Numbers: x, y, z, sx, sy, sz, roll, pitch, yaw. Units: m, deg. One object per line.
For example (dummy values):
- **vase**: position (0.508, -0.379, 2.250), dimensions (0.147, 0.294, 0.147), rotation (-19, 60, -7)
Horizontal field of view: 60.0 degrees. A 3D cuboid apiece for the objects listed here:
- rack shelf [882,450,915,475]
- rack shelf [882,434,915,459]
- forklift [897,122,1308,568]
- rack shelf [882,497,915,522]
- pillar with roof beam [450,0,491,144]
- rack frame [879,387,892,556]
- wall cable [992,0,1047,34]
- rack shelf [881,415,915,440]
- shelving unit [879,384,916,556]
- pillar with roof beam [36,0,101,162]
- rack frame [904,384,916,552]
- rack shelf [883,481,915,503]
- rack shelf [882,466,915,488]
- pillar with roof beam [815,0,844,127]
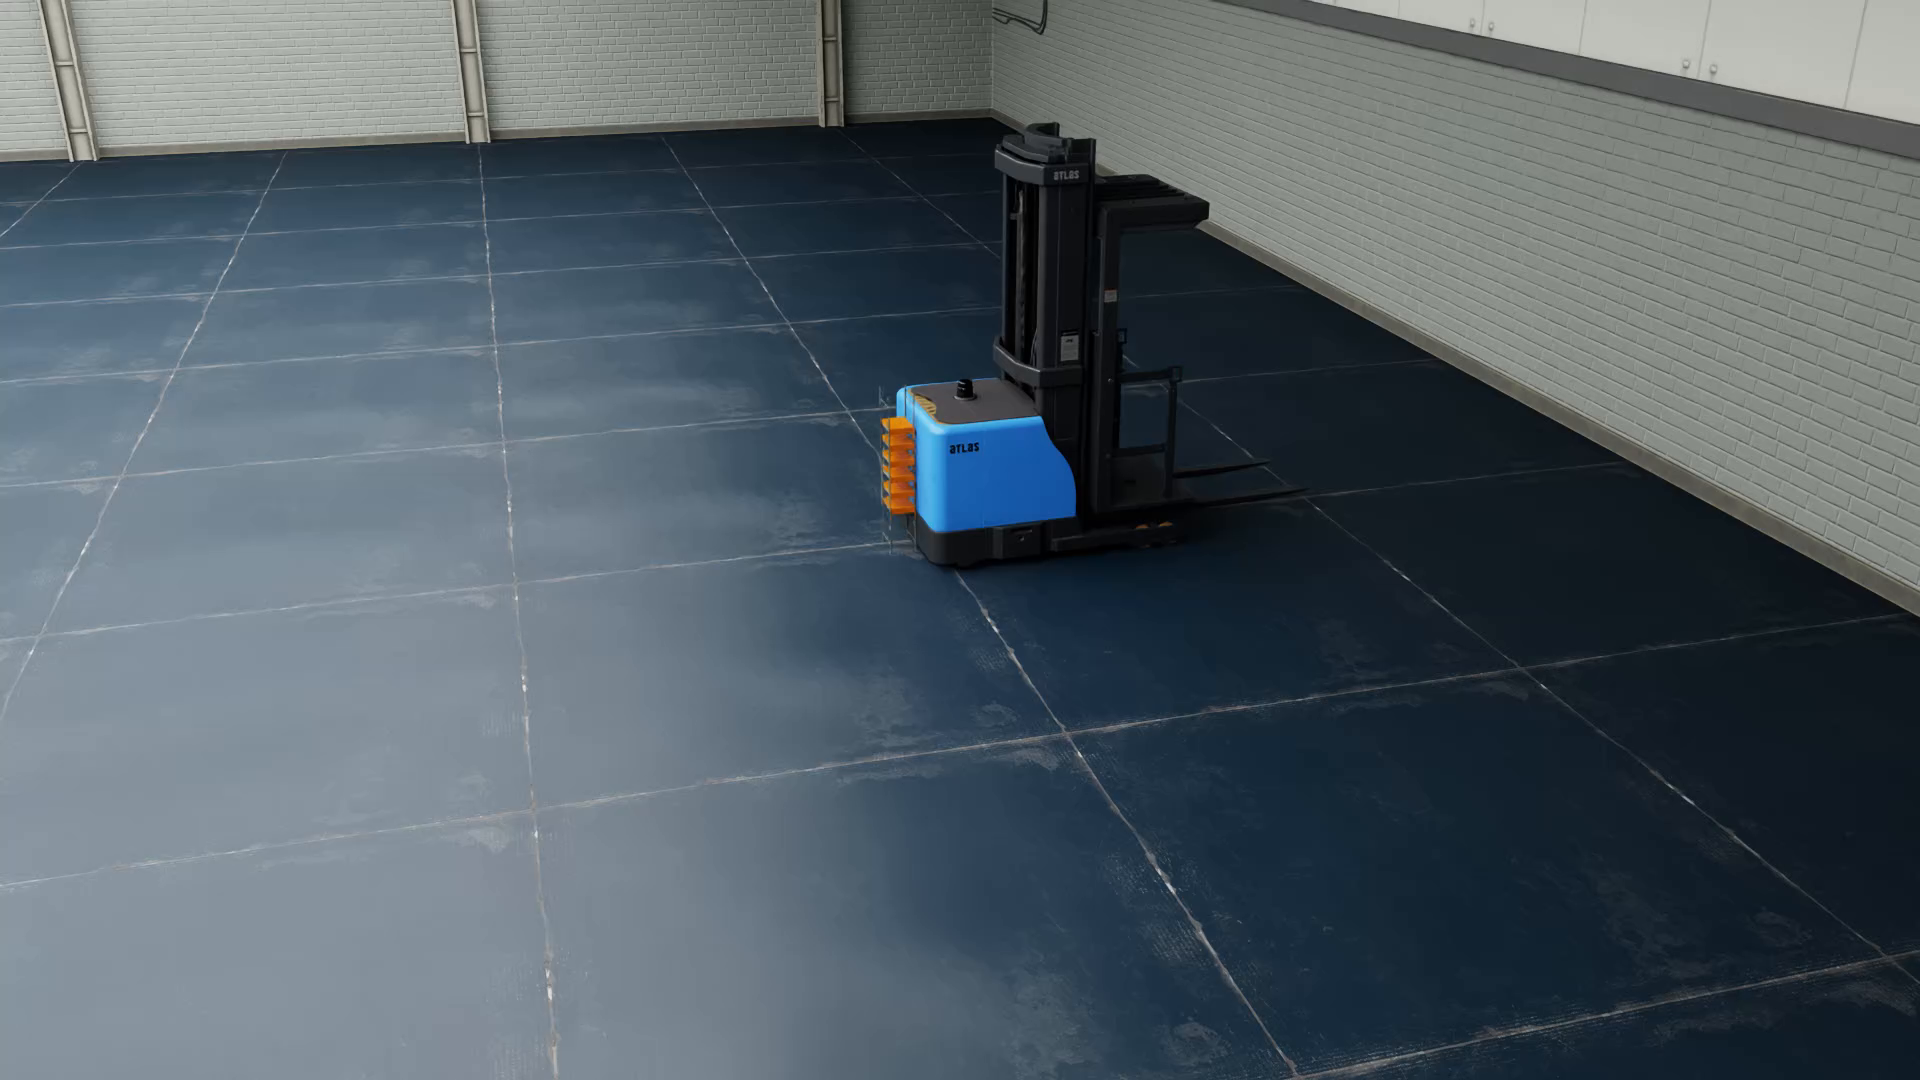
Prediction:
- **rack shelf**: position (-0.443, -0.565, 11.853), dimensions (0.180, 0.103, 0.258), rotation (-7, 24, -16)
- **rack shelf**: position (-0.443, -0.675, 11.806), dimensions (0.180, 0.103, 0.258), rotation (-7, 24, -16)
- **forklift**: position (1.099, -1.477, 11.975), dimensions (3.031, 2.935, 1.130), rotation (-7, 24, -16)
- **rack shelf**: position (-0.443, -0.234, 11.995), dimensions (0.180, 0.103, 0.258), rotation (-7, 24, -16)
- **pillar with roof beam**: position (-6.873, -9.154, 22.171), dimensions (0.400, 9.000, 9.100), rotation (-6, 24, -14)
- **rack frame**: position (-0.530, -0.484, 11.857), dimensions (0.006, 1.200, 0.240), rotation (-7, 24, -16)
- **wall cable**: position (0.934, -9.812, 27.643), dimensions (0.112, 2.526, 3.097), rotation (-6, 24, -14)
- **rack shelf**: position (-0.443, -0.785, 11.758), dimensions (0.180, 0.103, 0.258), rotation (-7, 24, -16)
- **shelving unit**: position (-0.443, -0.495, 11.883), dimensions (0.189, 1.200, 0.258), rotation (-7, 24, -16)
- **pillar with roof beam**: position (-12.650, -8.515, 20.682), dimensions (0.400, 9.000, 9.100), rotation (-6, 24, -14)
- **rack frame**: position (-0.356, -0.506, 11.908), dimensions (0.006, 1.200, 0.240), rotation (-7, 24, -16)
- **rack shelf**: position (-0.443, -0.344, 11.947), dimensions (0.180, 0.103, 0.258), rotation (-7, 24, -16)
- **rack shelf**: position (-0.443, -0.454, 11.900), dimensions (0.180, 0.103, 0.258), rotation (-7, 24, -16)
- **pillar with roof beam**: position (-1.096, -9.793, 23.661), dimensions (0.400, 9.000, 9.100), rotation (-6, 24, -14)
